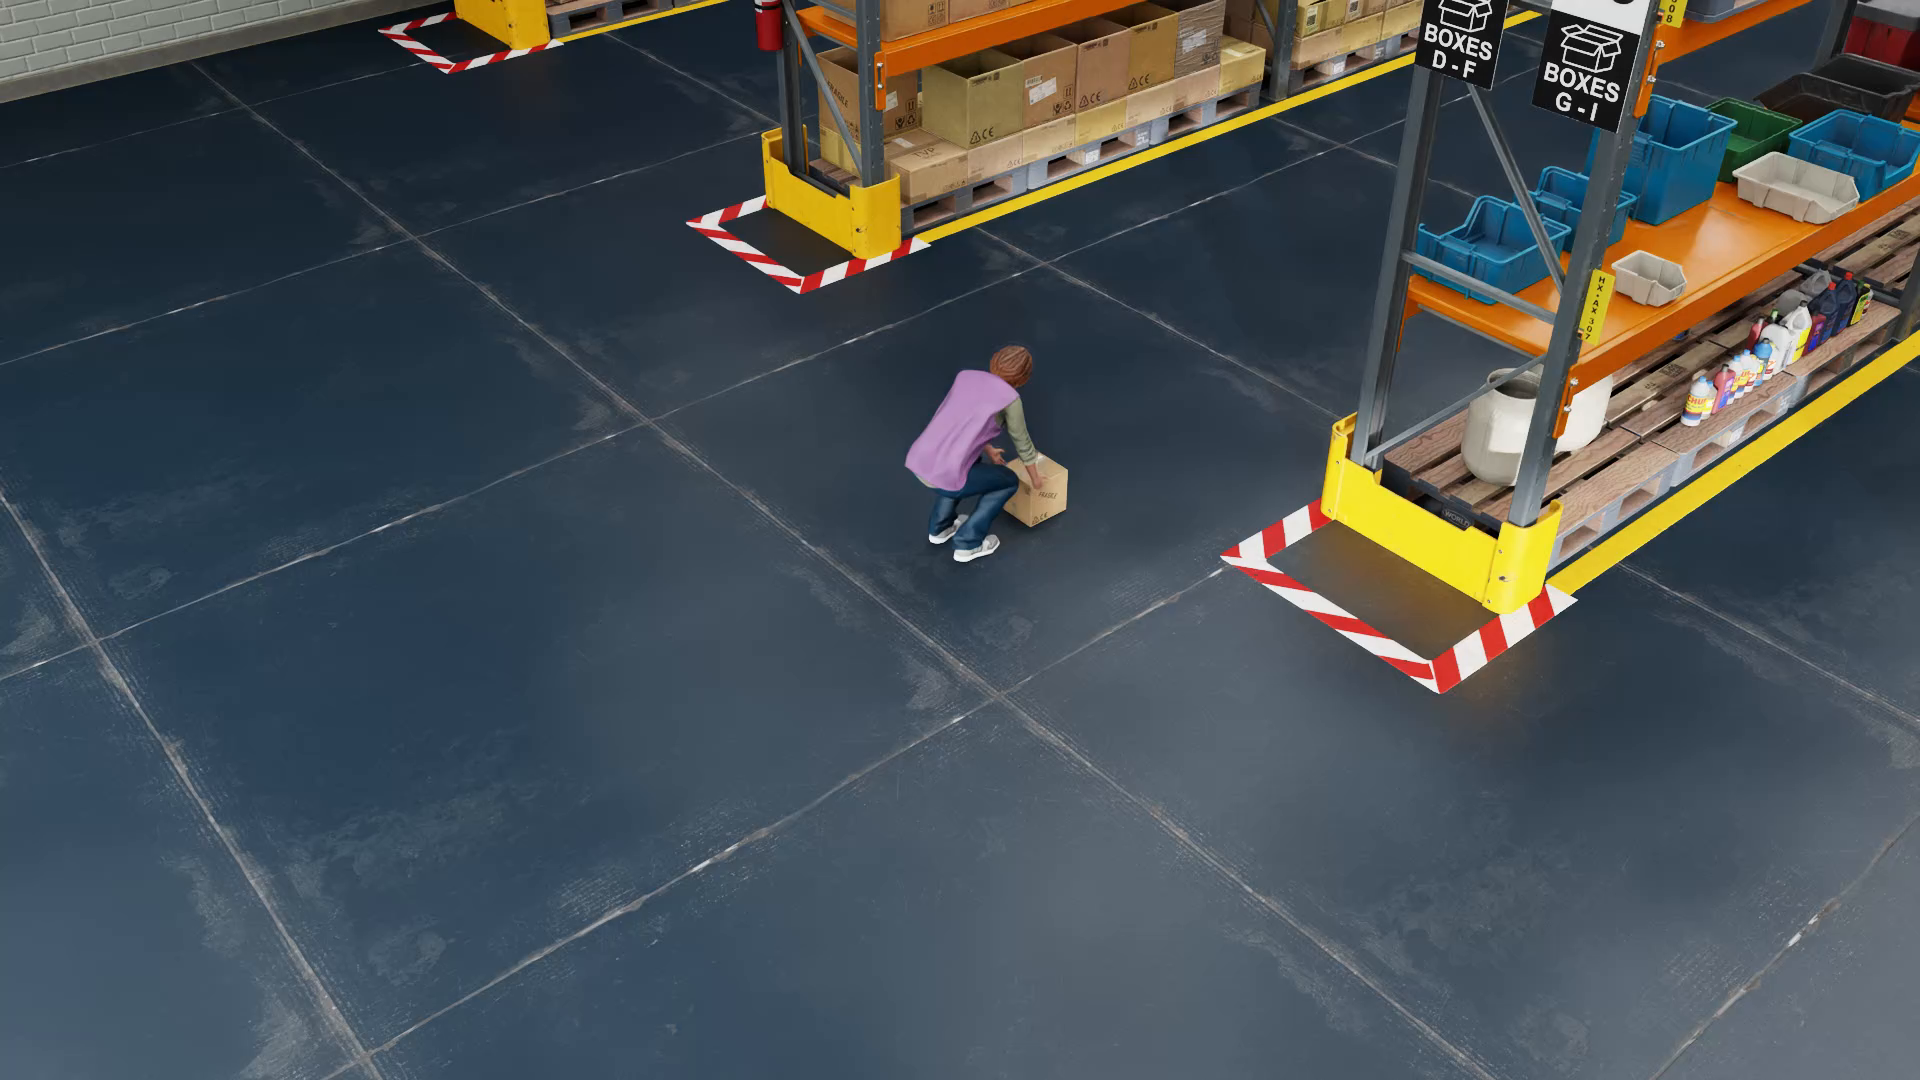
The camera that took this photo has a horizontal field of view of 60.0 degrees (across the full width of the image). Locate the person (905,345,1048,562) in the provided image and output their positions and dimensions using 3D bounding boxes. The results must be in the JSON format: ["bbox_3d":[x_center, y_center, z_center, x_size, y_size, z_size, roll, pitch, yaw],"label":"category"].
[{"bbox_3d":[0.063,-0.418,8.178,0.780,0.973,0.453,-27,44,-31],"label":"person"}]
